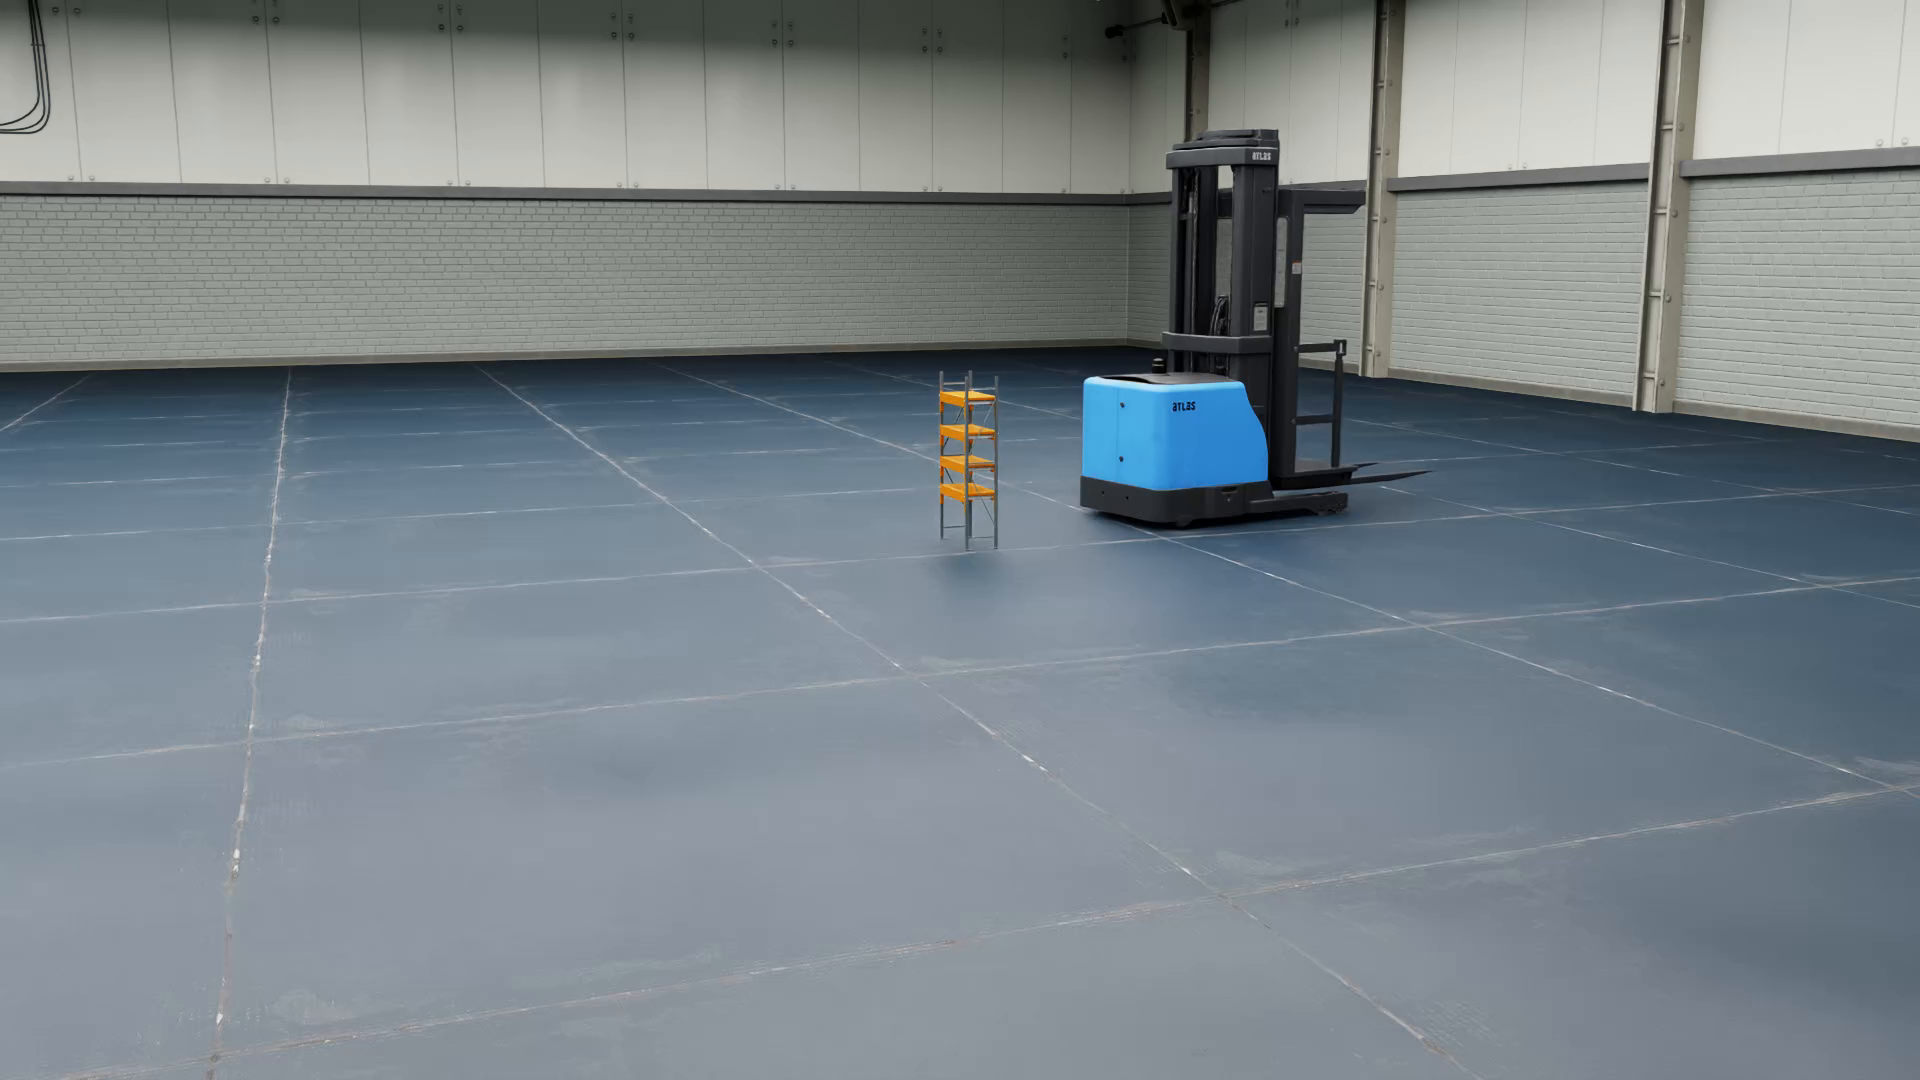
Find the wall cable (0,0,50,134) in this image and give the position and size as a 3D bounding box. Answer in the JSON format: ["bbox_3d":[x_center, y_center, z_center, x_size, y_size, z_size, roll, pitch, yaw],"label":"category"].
[{"bbox_3d":[-15.891,-8.864,26.348,2.305,6.003,0.169,-4,11,-21],"label":"wall cable"}]

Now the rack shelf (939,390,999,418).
[{"bbox_3d":[0.060,-0.951,11.594,0.258,0.148,0.480,-4,11,-21],"label":"rack shelf"}]

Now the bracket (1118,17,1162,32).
[{"bbox_3d":[3.323,-10.132,32.908,0.076,0.066,3.189,-4,11,-21],"label":"bracket"}]

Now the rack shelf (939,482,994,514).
[{"bbox_3d":[0.060,-0.302,11.710,0.258,0.148,0.480,-4,11,-21],"label":"rack shelf"}]

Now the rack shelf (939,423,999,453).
[{"bbox_3d":[0.060,-0.718,11.636,0.258,0.148,0.480,-4,11,-21],"label":"rack shelf"}]

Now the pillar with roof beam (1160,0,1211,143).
[{"bbox_3d":[0.437,-7.751,29.801,9.100,9.000,0.548,-4,11,-21],"label":"pillar with roof beam"}]

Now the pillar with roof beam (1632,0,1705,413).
[{"bbox_3d":[4.786,-5.792,18.789,9.100,9.000,0.400,-4,11,-21],"label":"pillar with roof beam"}]

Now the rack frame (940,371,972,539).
[{"bbox_3d":[-0.028,-0.604,11.887,0.240,1.200,0.015,-4,11,-21],"label":"rack frame"}]

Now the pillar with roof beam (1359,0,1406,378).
[{"bbox_3d":[2.611,-6.772,24.295,9.100,9.000,0.400,-4,11,-21],"label":"pillar with roof beam"}]

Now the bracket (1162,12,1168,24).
[{"bbox_3d":[3.968,-9.842,31.275,0.235,0.232,0.430,-4,11,-21],"label":"bracket"}]

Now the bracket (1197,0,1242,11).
[{"bbox_3d":[5.203,-9.286,28.150,0.076,0.066,4.783,-4,11,-21],"label":"bracket"}]

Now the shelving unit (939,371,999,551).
[{"bbox_3d":[0.060,-0.564,11.663,0.258,1.200,0.503,-4,11,-21],"label":"shelving unit"}]

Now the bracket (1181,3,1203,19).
[{"bbox_3d":[4.269,-9.706,30.514,0.235,0.232,0.430,-4,11,-21],"label":"bracket"}]

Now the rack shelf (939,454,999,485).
[{"bbox_3d":[0.060,-0.497,11.675,0.258,0.148,0.480,-4,11,-21],"label":"rack shelf"}]

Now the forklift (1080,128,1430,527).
[{"bbox_3d":[2.466,-1.709,13.161,3.031,2.935,1.130,-6,12,-31],"label":"forklift"}]

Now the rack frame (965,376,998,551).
[{"bbox_3d":[0.148,-0.524,11.439,0.240,1.200,0.015,-4,11,-21],"label":"rack frame"}]

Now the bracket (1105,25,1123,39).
[{"bbox_3d":[3.109,-10.229,33.450,0.235,0.232,0.430,-4,11,-21],"label":"bracket"}]
